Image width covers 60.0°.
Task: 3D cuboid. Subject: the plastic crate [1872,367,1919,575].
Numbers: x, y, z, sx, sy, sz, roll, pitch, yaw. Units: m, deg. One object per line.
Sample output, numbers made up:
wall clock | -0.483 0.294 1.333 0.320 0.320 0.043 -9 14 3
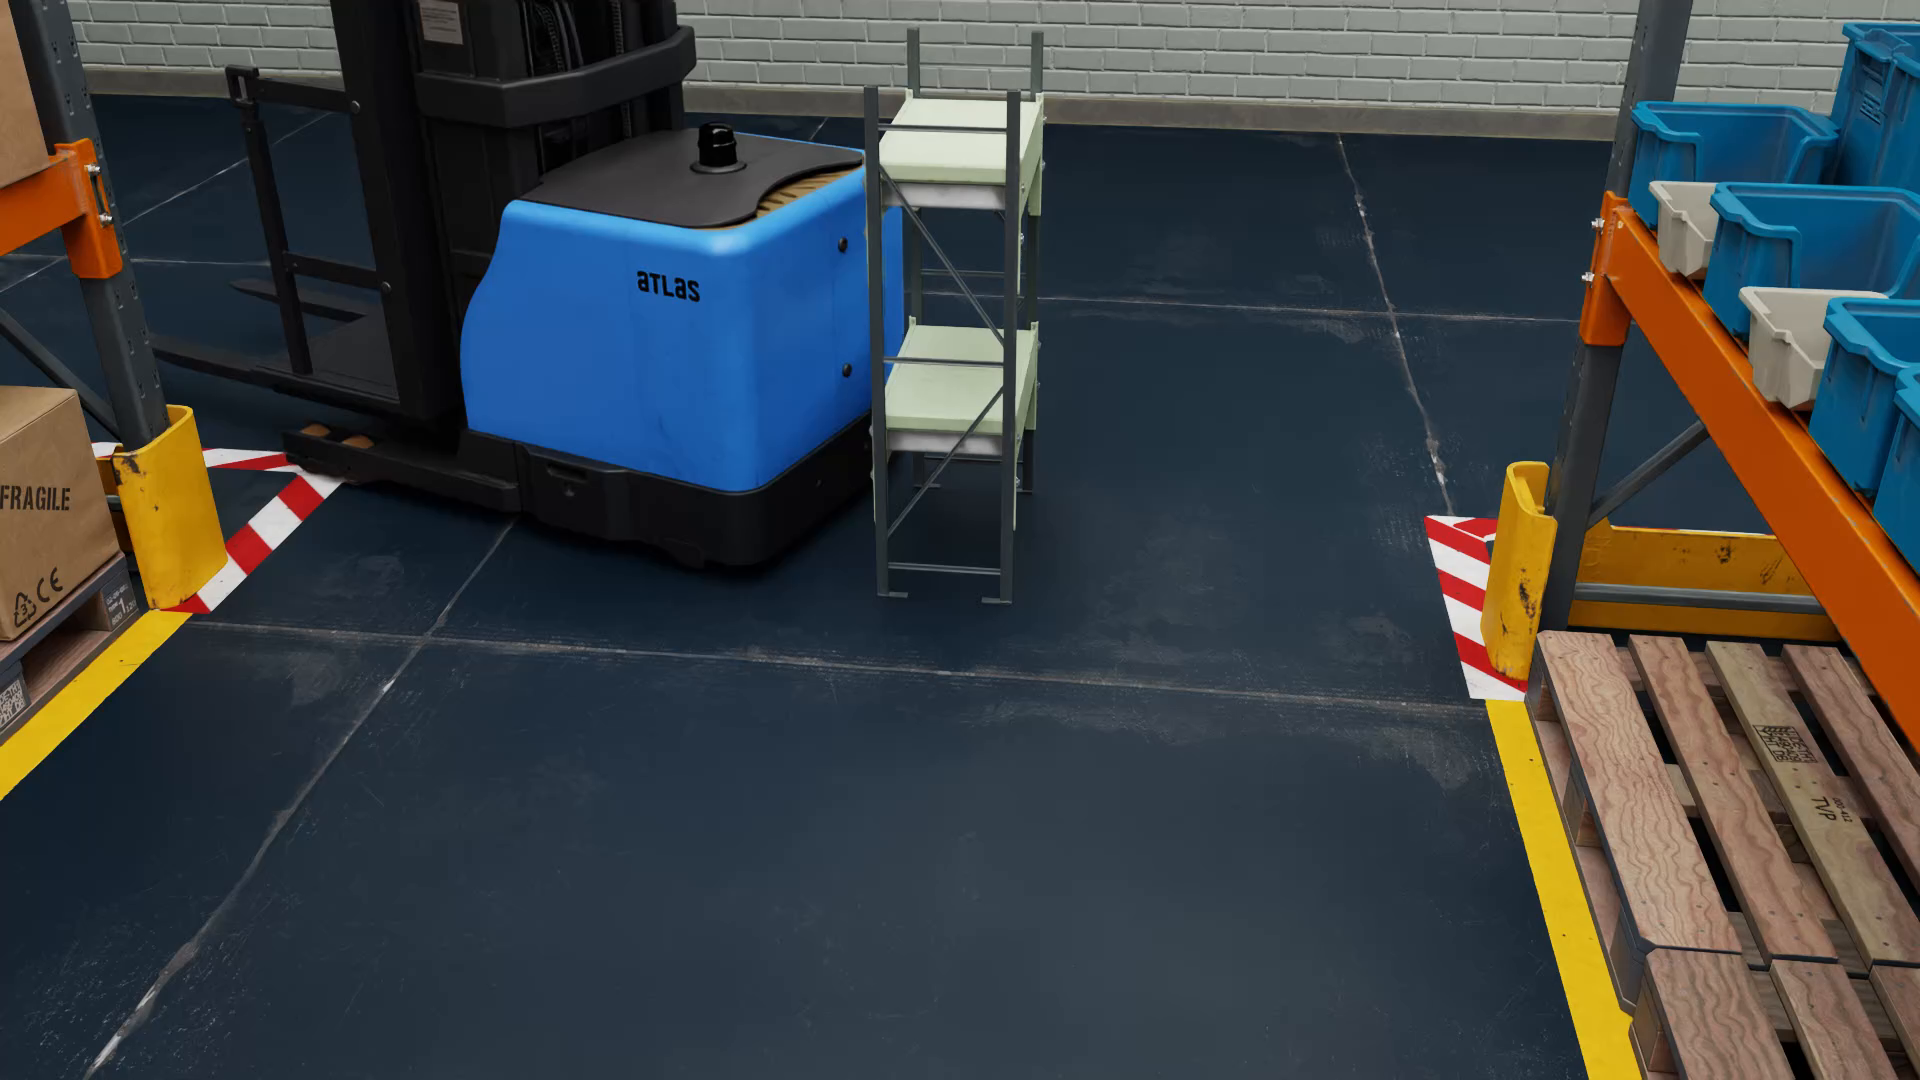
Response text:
plastic crate | 1.520 -0.069 2.329 0.416 0.233 0.300 3 28 6

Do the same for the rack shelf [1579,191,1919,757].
rack shelf | 1.830 0.283 2.320 1.077 0.370 4.000 3 28 6

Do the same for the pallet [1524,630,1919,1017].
pallet | 1.935 0.639 3.842 1.003 0.211 1.213 3 28 6

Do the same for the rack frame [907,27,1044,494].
rack frame | 0.044 -0.829 5.208 0.400 1.500 0.023 3 28 6

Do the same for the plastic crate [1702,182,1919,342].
plastic crate | 1.637 -0.521 3.167 0.416 0.233 0.300 3 28 6

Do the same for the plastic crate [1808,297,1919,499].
plastic crate | 1.557 -0.211 2.592 0.416 0.233 0.300 3 28 6

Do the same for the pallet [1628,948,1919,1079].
pallet | 1.783 1.211 2.779 1.003 0.211 1.213 3 28 6

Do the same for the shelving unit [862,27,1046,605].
shelving unit | -0.001 -0.657 4.888 0.431 1.500 0.755 3 28 6

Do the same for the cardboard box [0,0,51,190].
cardboard box | -2.625 -1.082 3.990 0.500 0.500 0.500 4 29 8

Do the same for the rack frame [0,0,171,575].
rack frame | -2.841 -1.264 4.434 1.000 3.000 0.127 3 28 6

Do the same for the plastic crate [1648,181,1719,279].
plastic crate | 1.597 -0.642 3.494 0.250 0.136 0.298 3 28 6

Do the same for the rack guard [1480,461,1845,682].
rack guard | 2.065 0.114 4.512 1.175 0.500 0.348 3 28 6

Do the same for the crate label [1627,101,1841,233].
crate label | 1.718 -0.830 3.742 0.416 0.233 0.303 3 28 6

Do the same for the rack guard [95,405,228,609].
rack guard | -2.850 -0.128 4.961 1.175 0.500 0.348 3 28 6

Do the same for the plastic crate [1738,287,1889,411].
plastic crate | 1.513 -0.323 2.901 0.250 0.136 0.298 3 28 6

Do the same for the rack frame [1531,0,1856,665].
rack frame | 2.075 -0.975 3.897 1.000 3.000 0.127 3 28 6

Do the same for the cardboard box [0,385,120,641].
cardboard box | -2.663 -0.087 4.421 0.500 0.500 0.500 3 28 6

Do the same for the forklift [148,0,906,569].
forklift | -1.720 -1.680 5.278 3.031 2.935 1.130 14 31 24

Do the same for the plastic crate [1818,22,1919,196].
plastic crate | 2.219 -0.848 3.562 0.616 0.435 0.499 3 28 6

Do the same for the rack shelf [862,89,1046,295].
rack shelf | -0.001 -1.001 4.703 0.431 0.370 0.720 3 28 6

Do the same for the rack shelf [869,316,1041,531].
rack shelf | -0.001 -0.370 5.043 0.431 0.370 0.720 3 28 6

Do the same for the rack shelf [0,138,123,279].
rack shelf | -3.086 -0.006 2.858 1.077 0.370 4.000 3 28 6

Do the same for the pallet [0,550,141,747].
pallet | -2.947 0.374 4.333 1.003 0.211 1.213 3 28 6

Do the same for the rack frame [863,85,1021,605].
rack frame | -0.046 -0.485 4.569 0.400 1.500 0.023 3 28 6
